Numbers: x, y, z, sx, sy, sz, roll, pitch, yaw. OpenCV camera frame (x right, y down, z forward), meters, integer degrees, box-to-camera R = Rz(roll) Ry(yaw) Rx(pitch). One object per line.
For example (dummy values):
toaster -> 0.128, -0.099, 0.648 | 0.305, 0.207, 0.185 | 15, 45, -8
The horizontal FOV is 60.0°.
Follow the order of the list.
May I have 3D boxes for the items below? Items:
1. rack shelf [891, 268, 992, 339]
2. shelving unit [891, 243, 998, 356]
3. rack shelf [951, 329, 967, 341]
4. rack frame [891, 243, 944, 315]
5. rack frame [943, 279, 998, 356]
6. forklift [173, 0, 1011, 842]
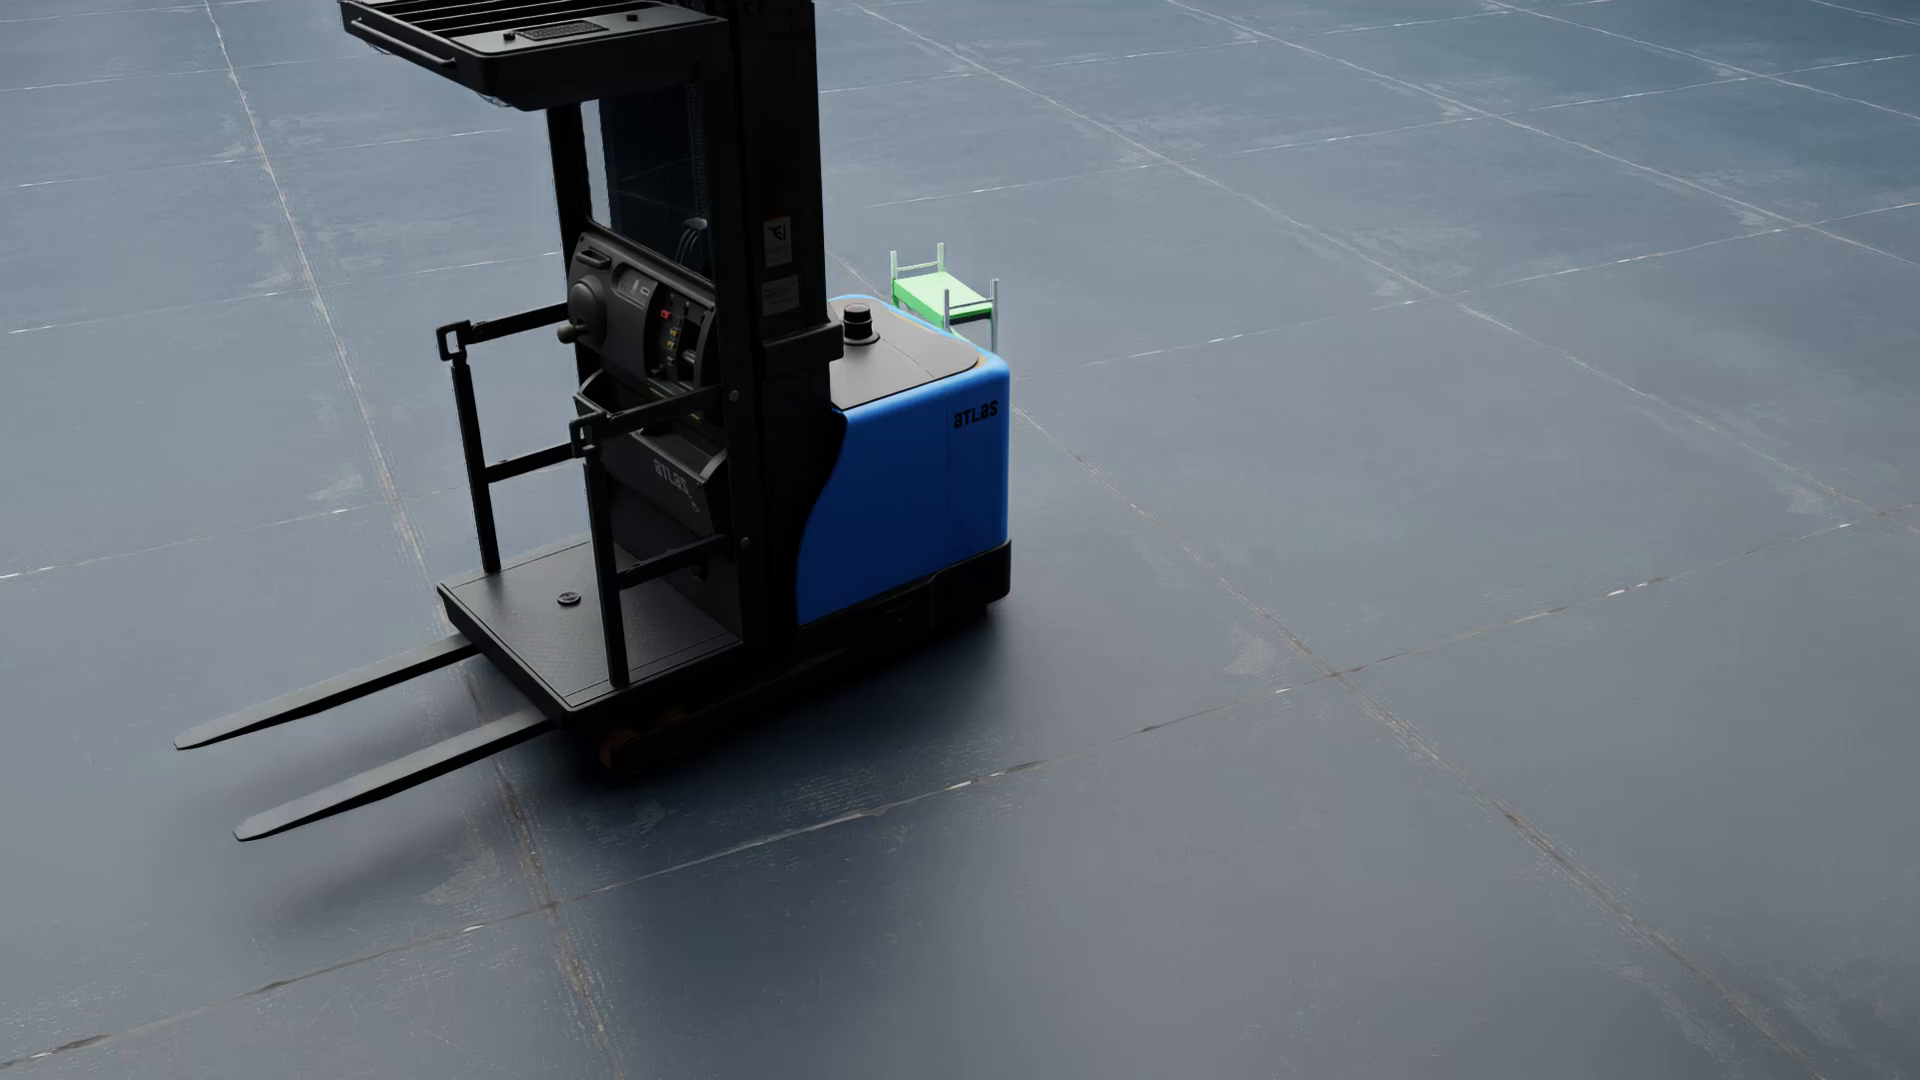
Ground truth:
rack shelf -> -0.068, -0.962, 6.888 | 0.258, 0.148, 0.480 | -14, 32, -23
shelving unit -> -0.067, -0.599, 7.092 | 0.258, 1.200, 0.503 | -14, 32, -23
rack shelf -> -0.067, -0.753, 7.005 | 0.258, 0.148, 0.480 | -14, 32, -23
rack frame -> -0.178, -0.706, 7.281 | 0.240, 1.200, 0.015 | -14, 32, -23
rack frame -> 0.044, -0.493, 6.902 | 0.240, 1.200, 0.015 | -14, 32, -23
forklift -> -1.259, -0.746, 5.584 | 3.031, 2.935, 1.130 | -22, 36, -33
